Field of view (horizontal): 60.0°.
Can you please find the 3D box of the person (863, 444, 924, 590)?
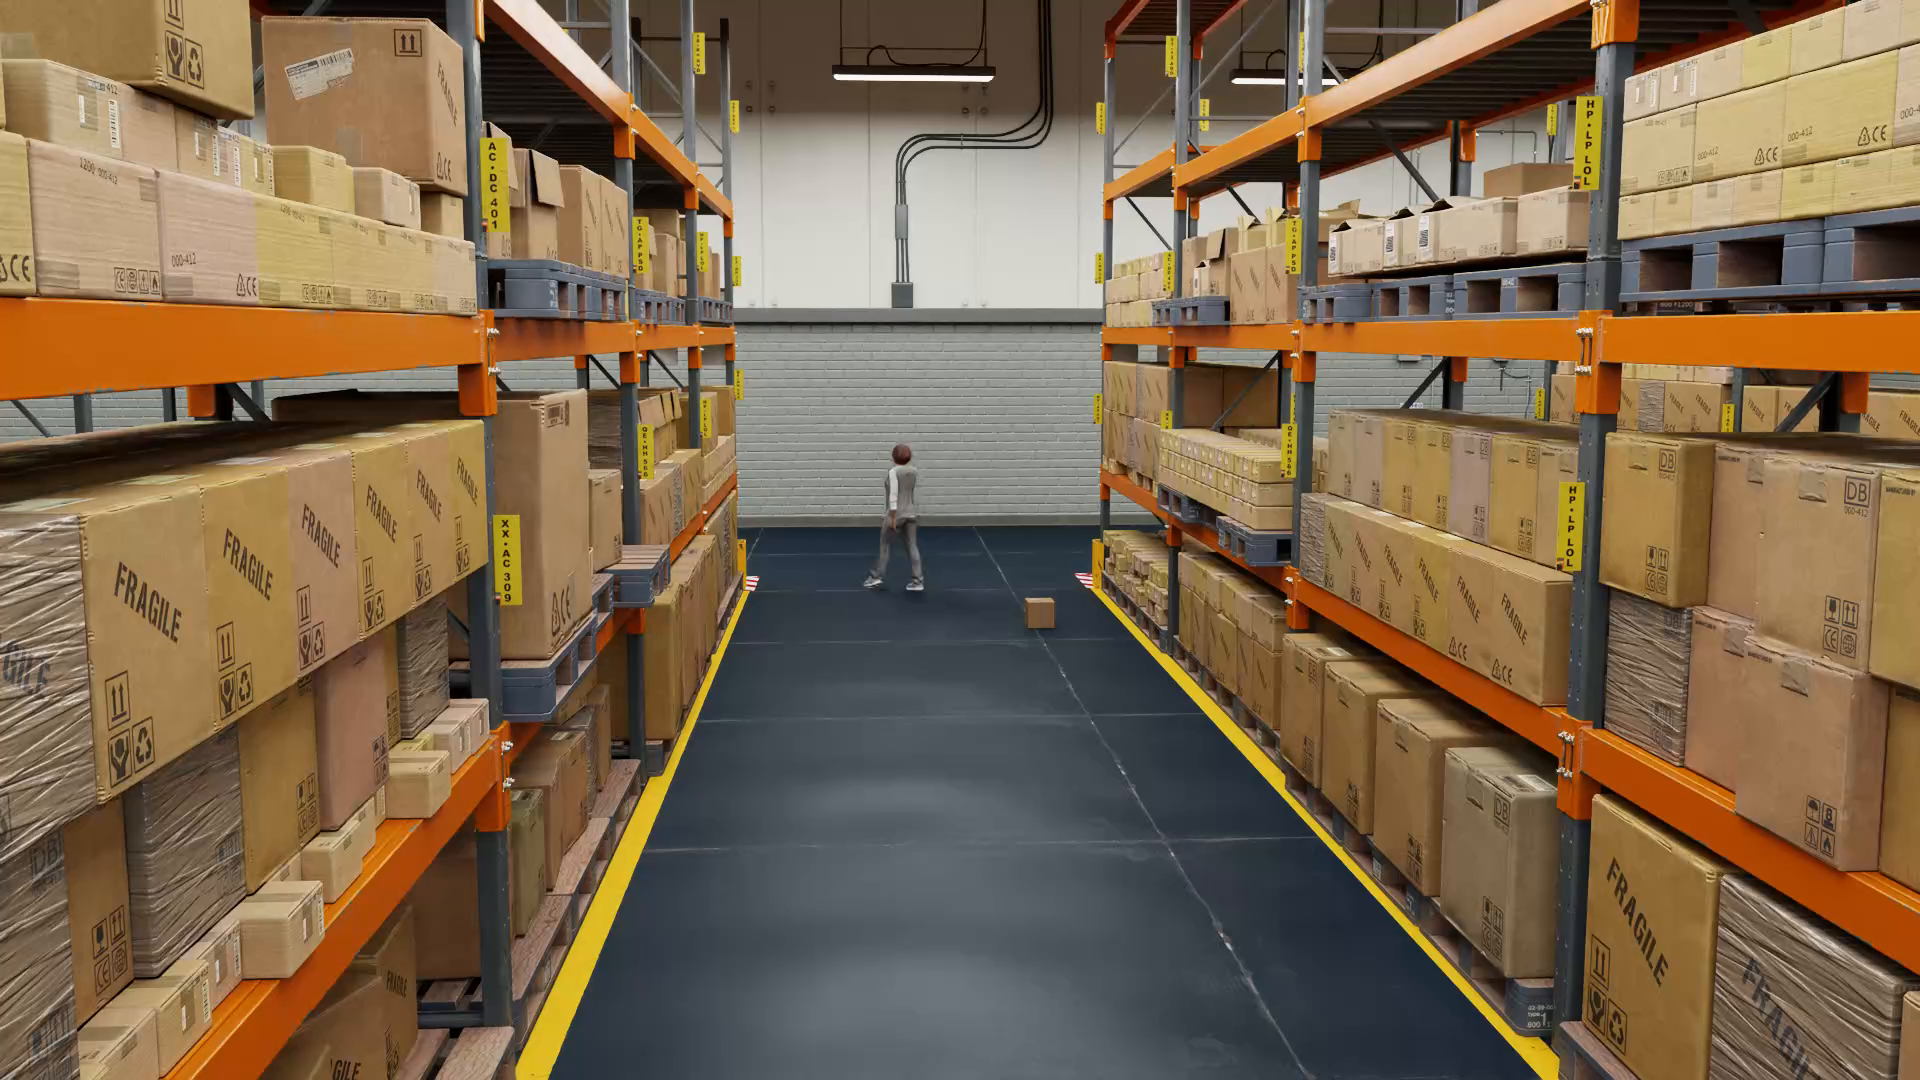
[{"bbox_3d":[-0.681,-0.252,17.761,0.424,1.563,0.850,-5,9,-37],"label":"person"}]
